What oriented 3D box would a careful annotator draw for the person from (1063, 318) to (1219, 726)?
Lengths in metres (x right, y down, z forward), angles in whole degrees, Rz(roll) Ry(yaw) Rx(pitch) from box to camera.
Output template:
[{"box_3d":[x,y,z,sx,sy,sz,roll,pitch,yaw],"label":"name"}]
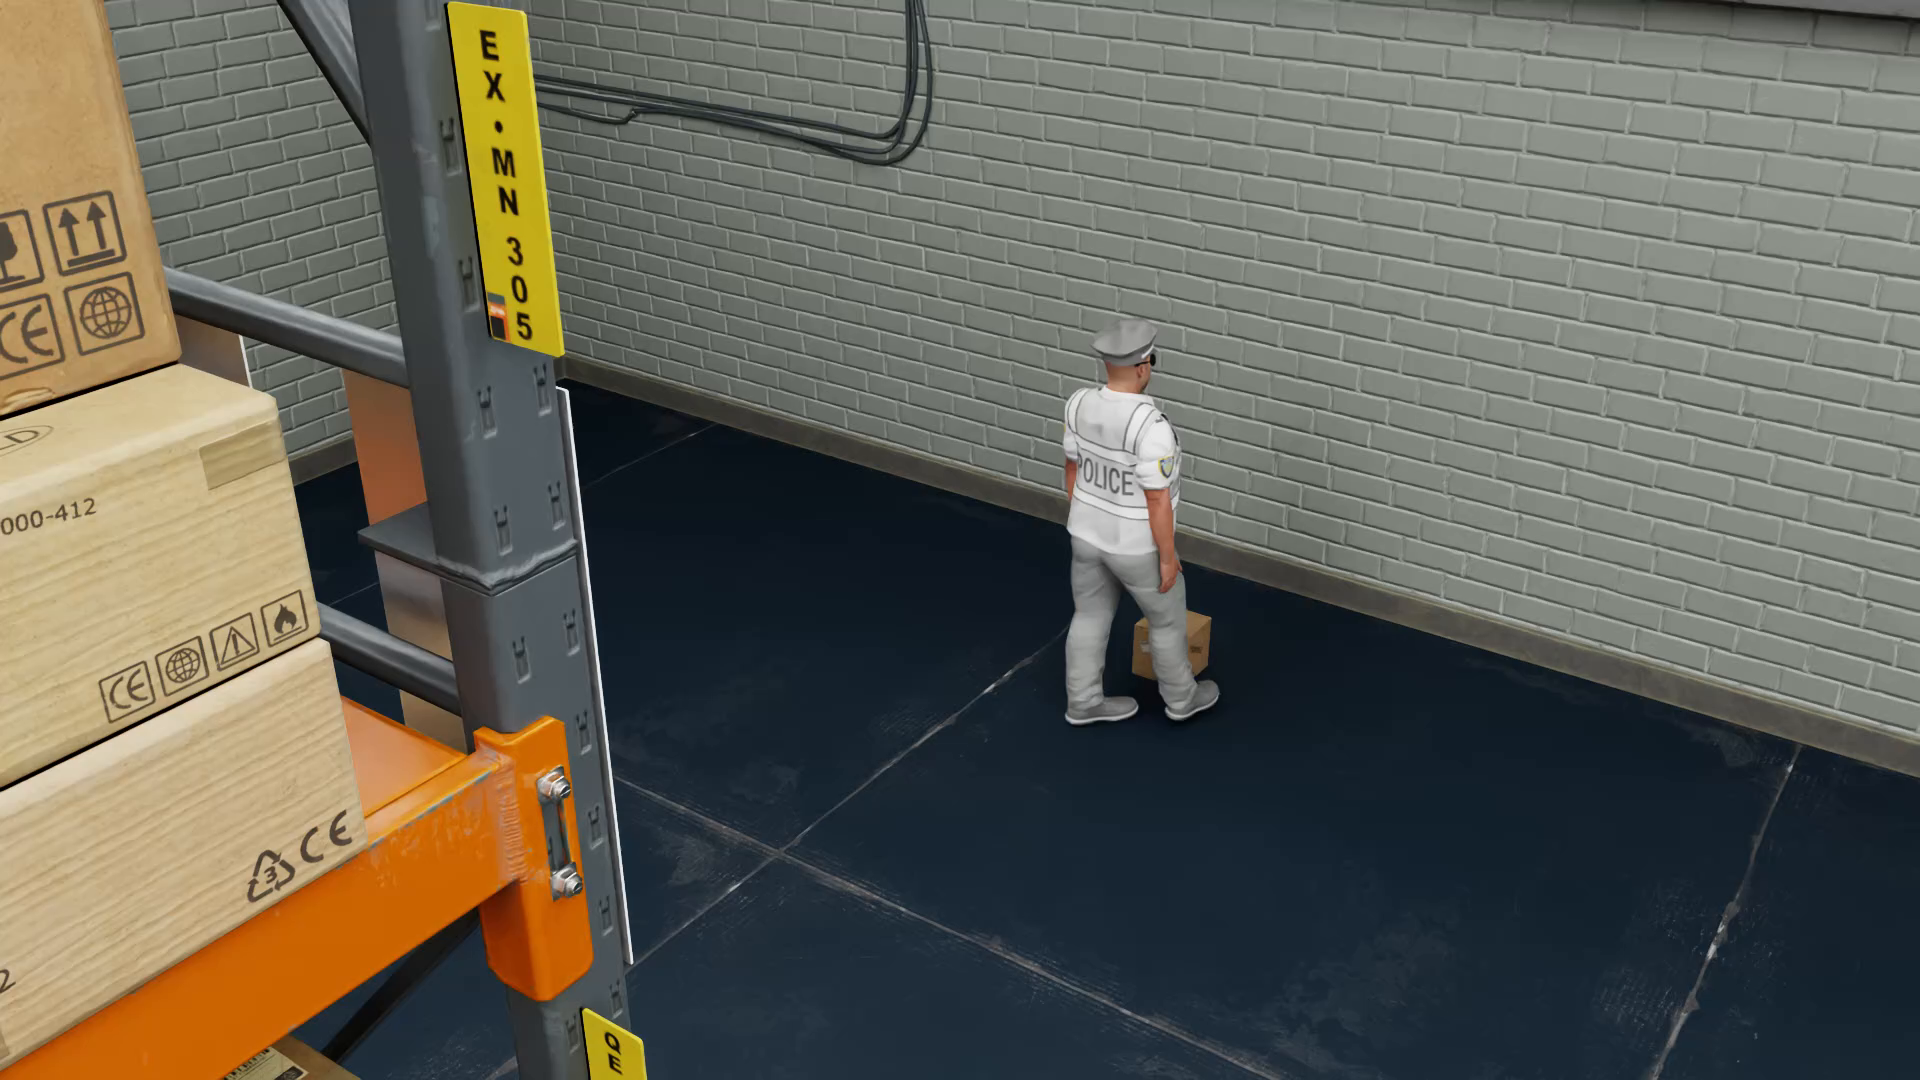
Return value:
[{"box_3d":[0.748,-0.067,6.716,0.544,1.759,0.655,23,35,38],"label":"person"}]
